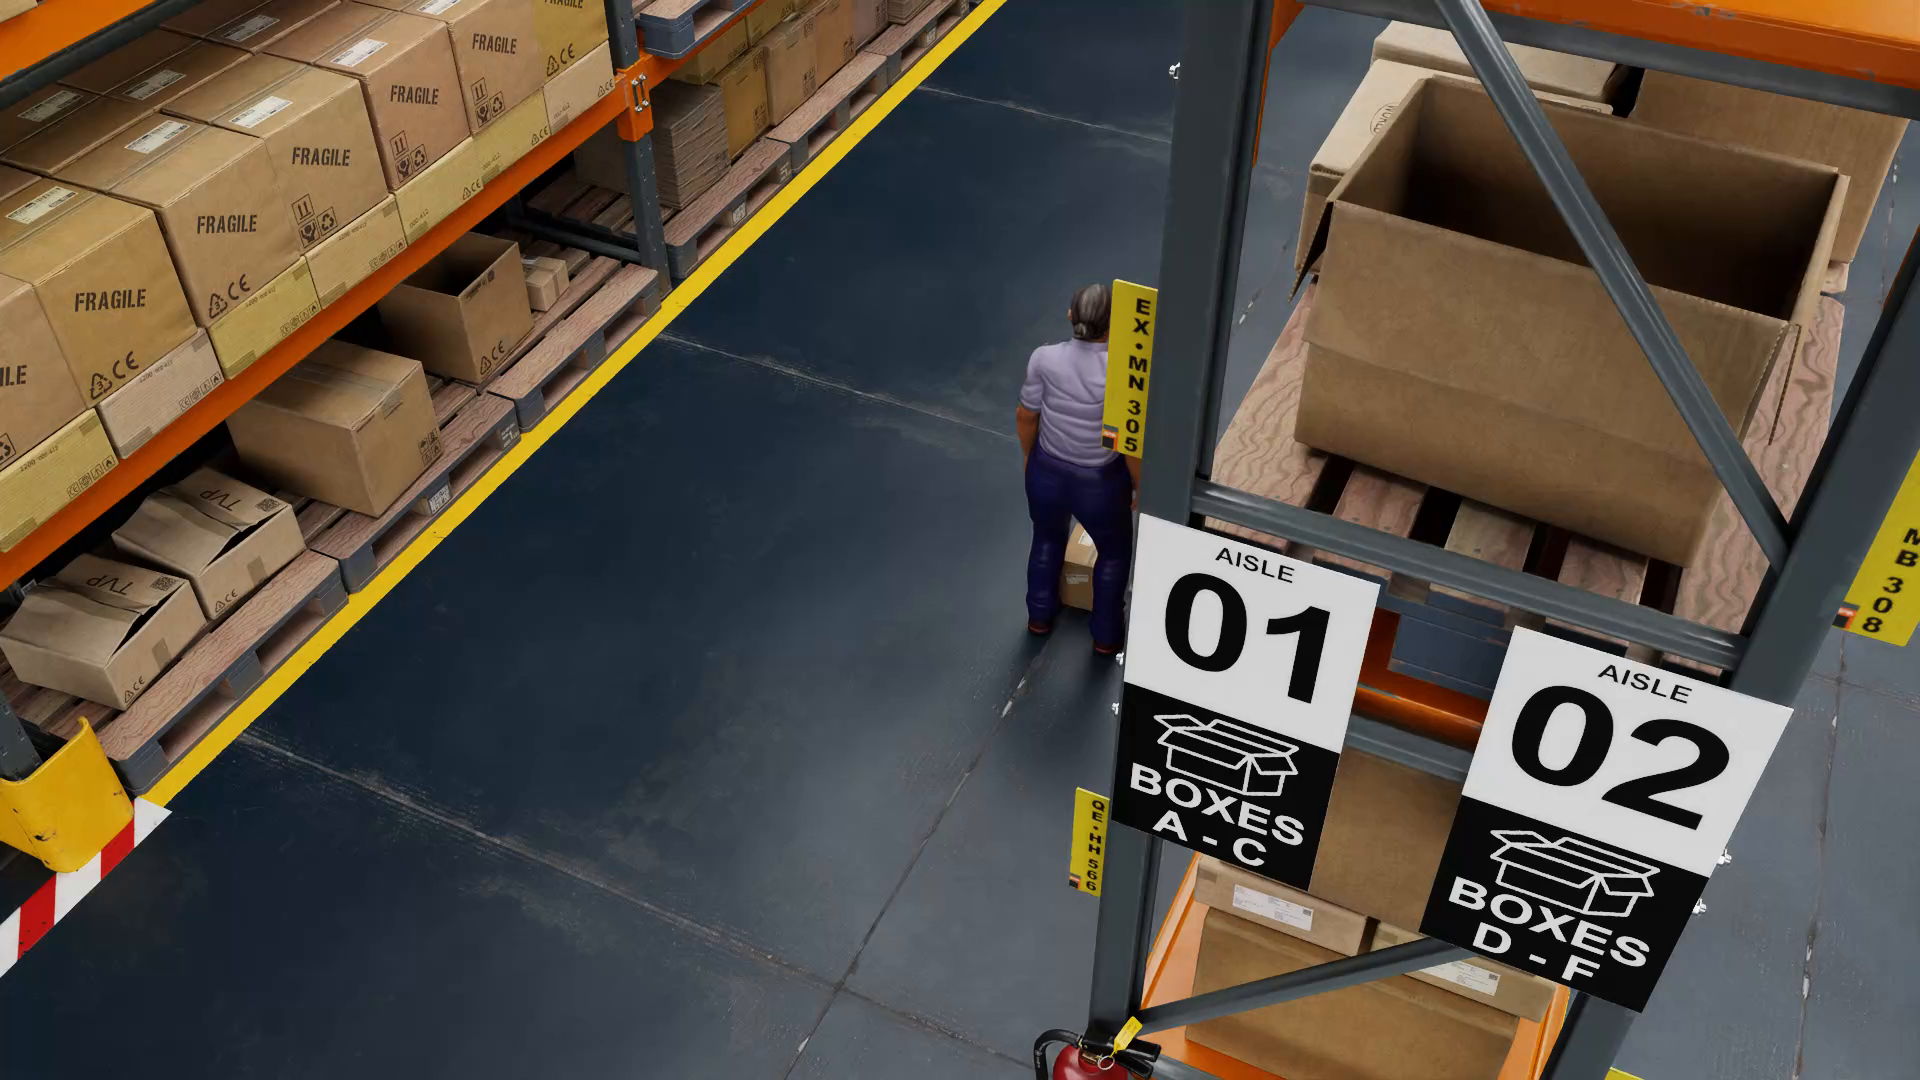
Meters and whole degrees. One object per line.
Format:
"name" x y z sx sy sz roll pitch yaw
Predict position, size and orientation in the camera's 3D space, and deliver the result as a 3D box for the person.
"person" 0.476 -0.247 6.437 0.541 1.652 0.369 18 45 19
